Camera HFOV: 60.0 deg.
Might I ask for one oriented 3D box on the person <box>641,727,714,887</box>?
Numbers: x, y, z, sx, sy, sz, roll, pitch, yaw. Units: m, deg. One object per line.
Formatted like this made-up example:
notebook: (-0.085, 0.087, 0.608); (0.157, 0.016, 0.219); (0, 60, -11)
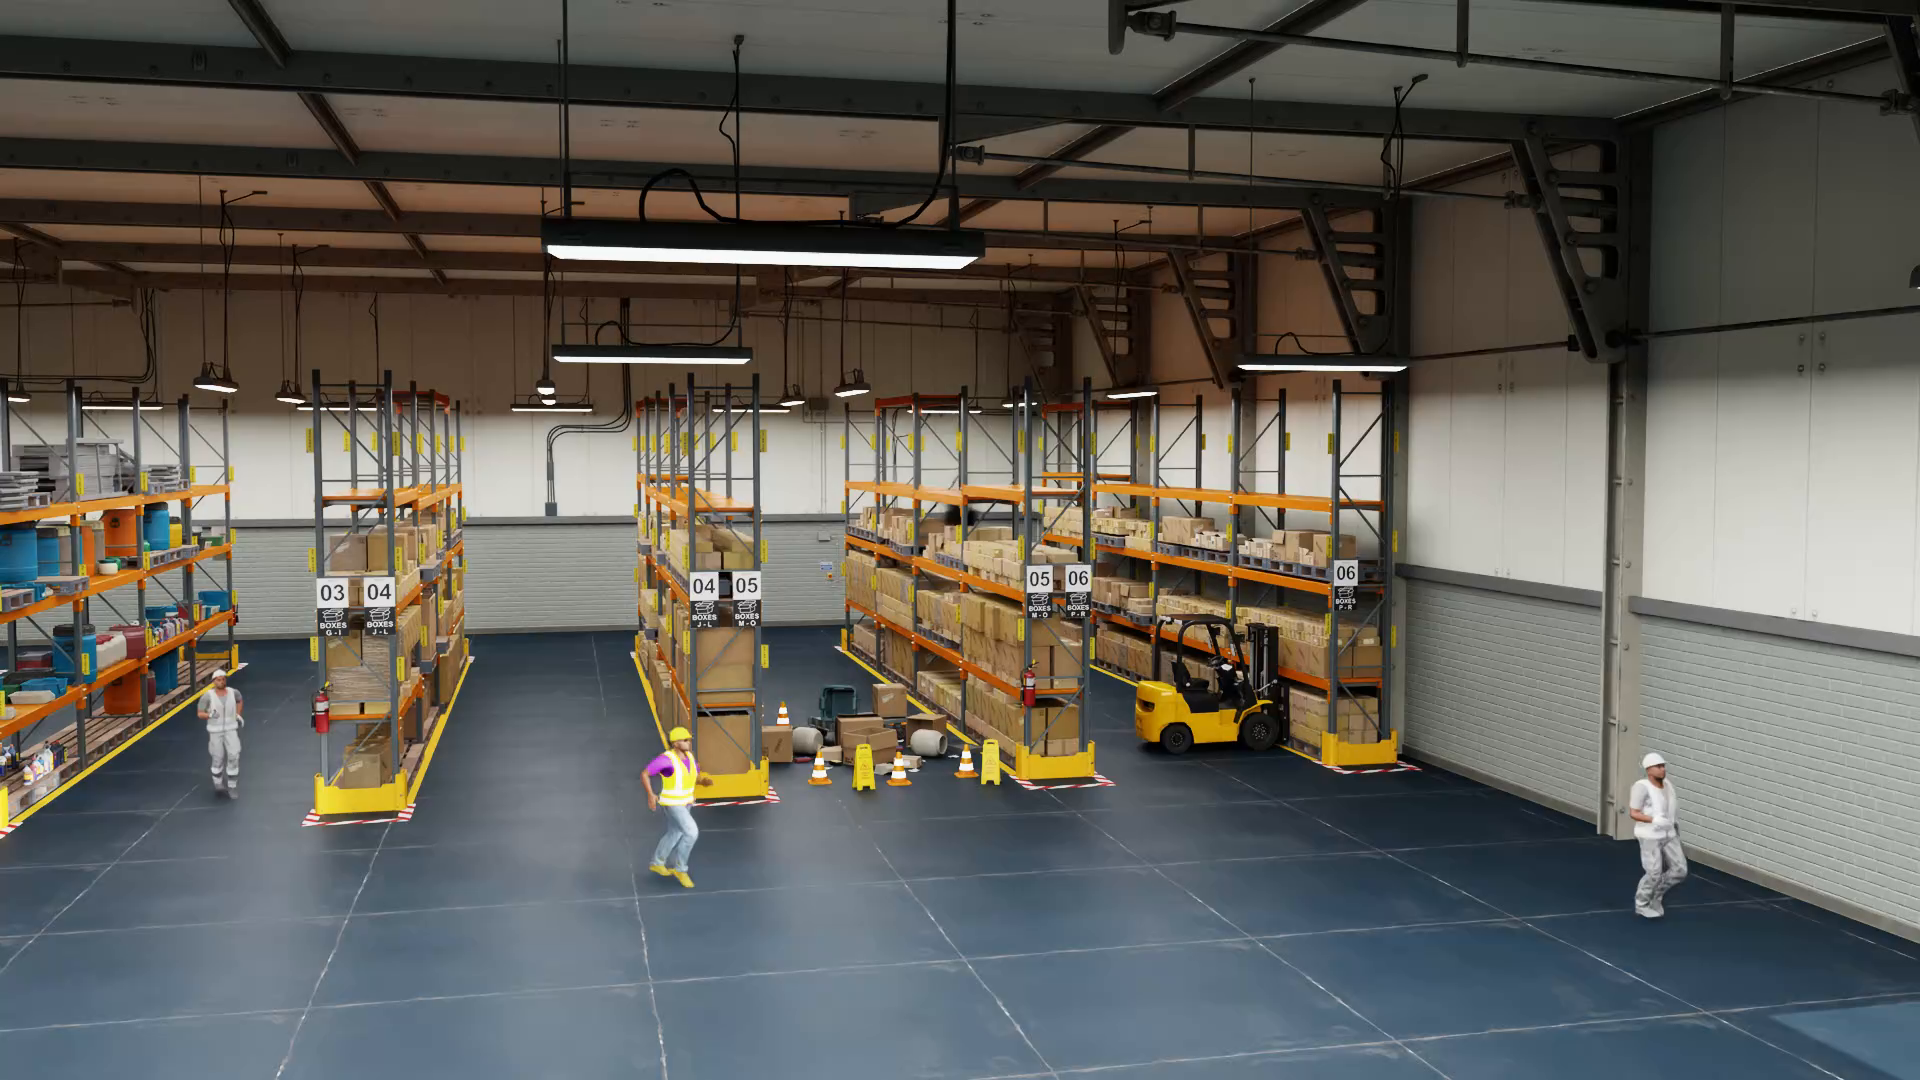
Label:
person: (-3.198, 3.033, 18.915); (0.834, 1.815, 0.670); (1, 4, 22)

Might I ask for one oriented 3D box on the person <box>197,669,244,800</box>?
person: (-10.457, 2.750, 23.561); (0.633, 1.848, 0.793); (-2, 4, -32)

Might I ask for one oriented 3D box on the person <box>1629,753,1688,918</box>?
person: (7.337, 3.110, 17.401); (0.665, 1.746, 0.608); (-1, 4, -23)
